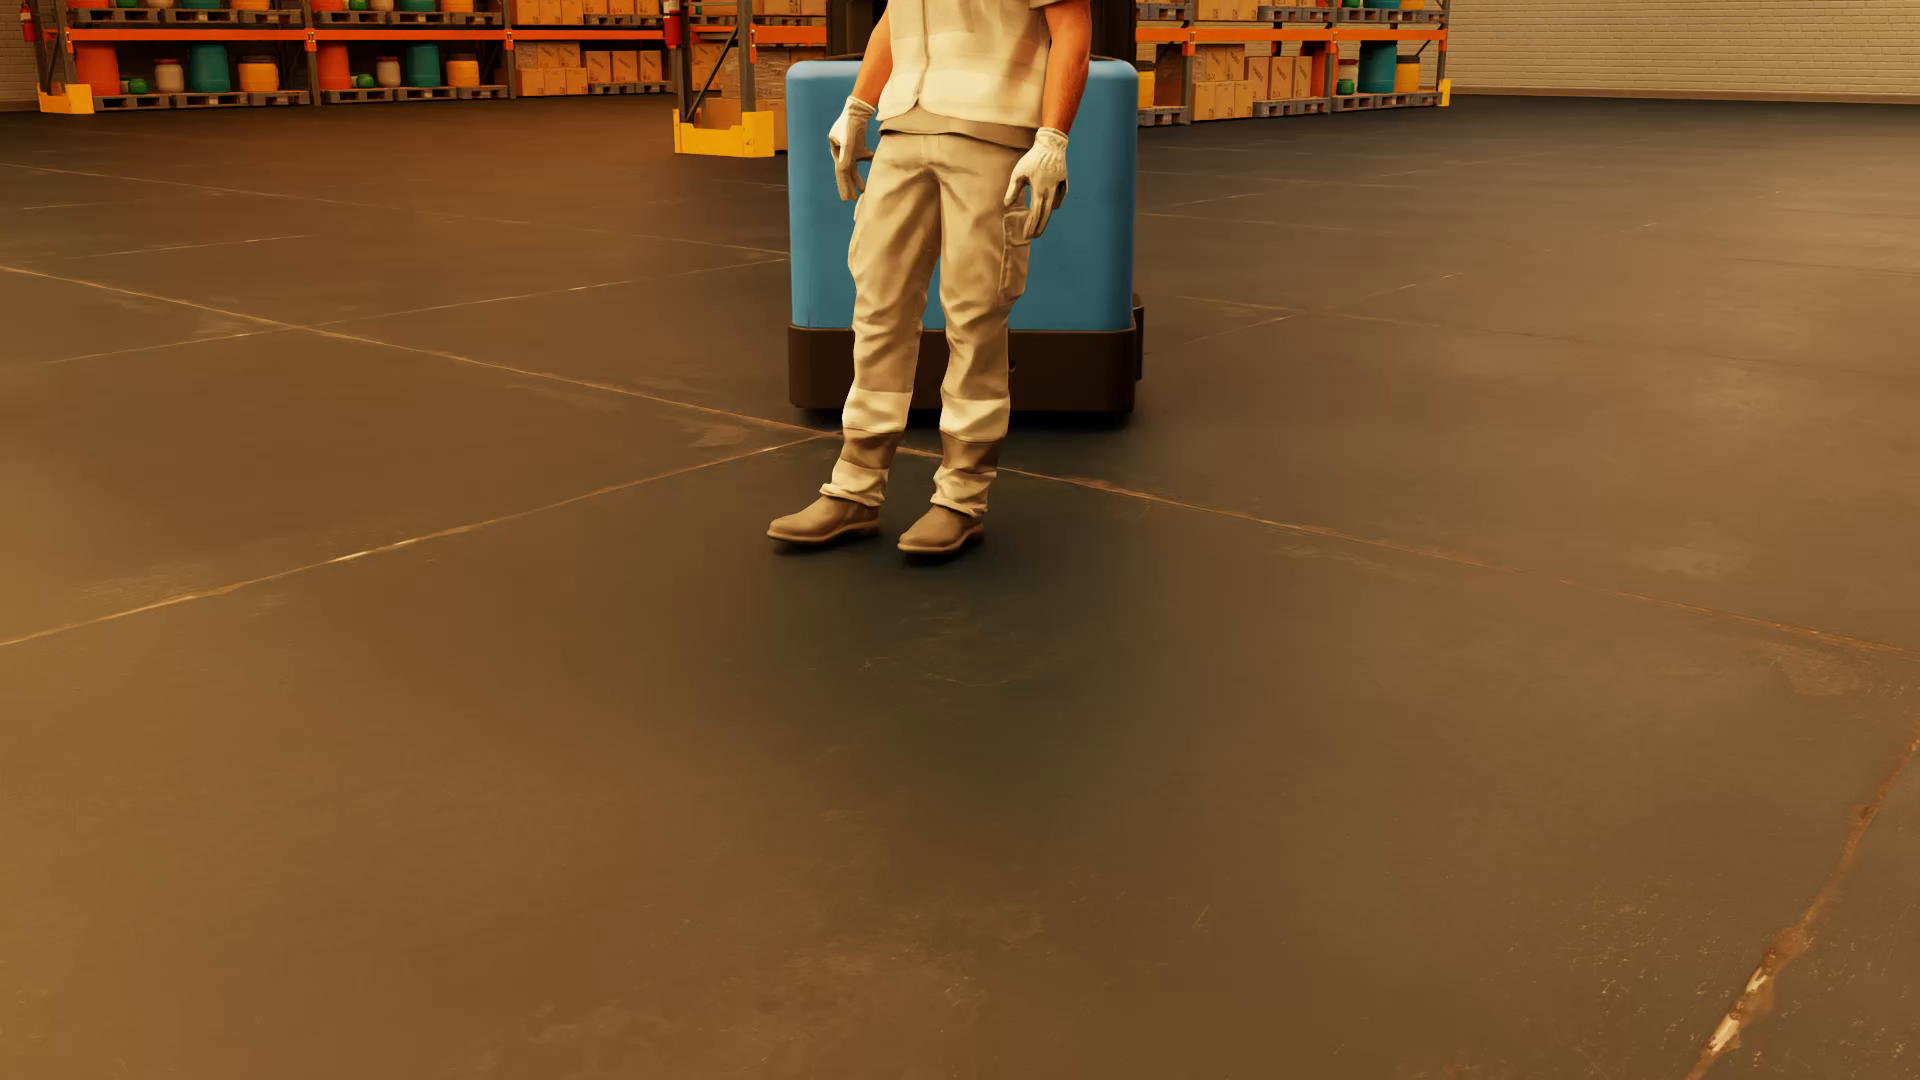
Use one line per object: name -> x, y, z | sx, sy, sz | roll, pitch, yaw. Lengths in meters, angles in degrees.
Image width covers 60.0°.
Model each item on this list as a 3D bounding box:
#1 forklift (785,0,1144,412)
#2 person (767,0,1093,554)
forklift -> 0.088, -2.160, 6.011 | 1.130, 2.935, 3.031 | 1, 17, 3
person -> -0.061, -0.848, 3.628 | 0.638, 1.788, 0.563 | 13, 21, 37
